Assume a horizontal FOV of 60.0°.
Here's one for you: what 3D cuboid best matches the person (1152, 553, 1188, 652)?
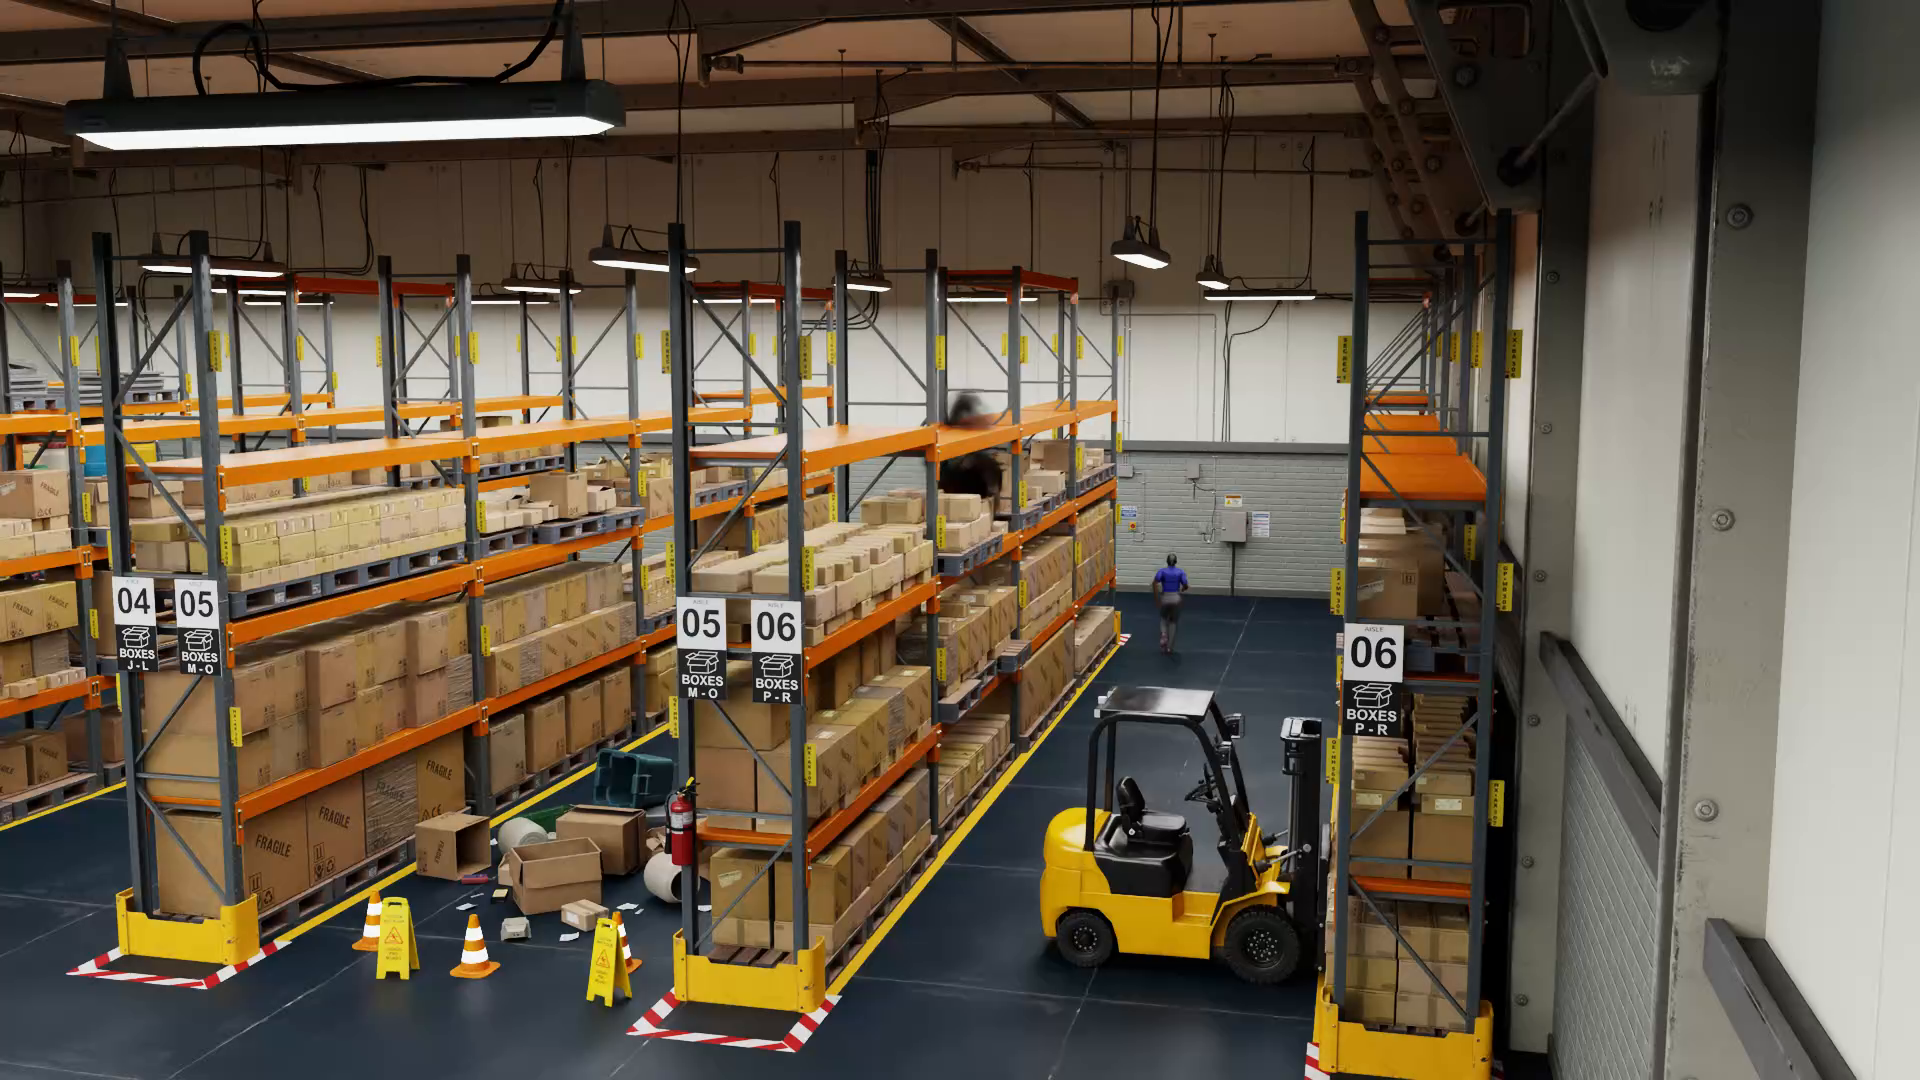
[{"bbox_3d":[3.471,1.020,27.481,0.583,1.612,0.641,1,7,8],"label":"person"}]
